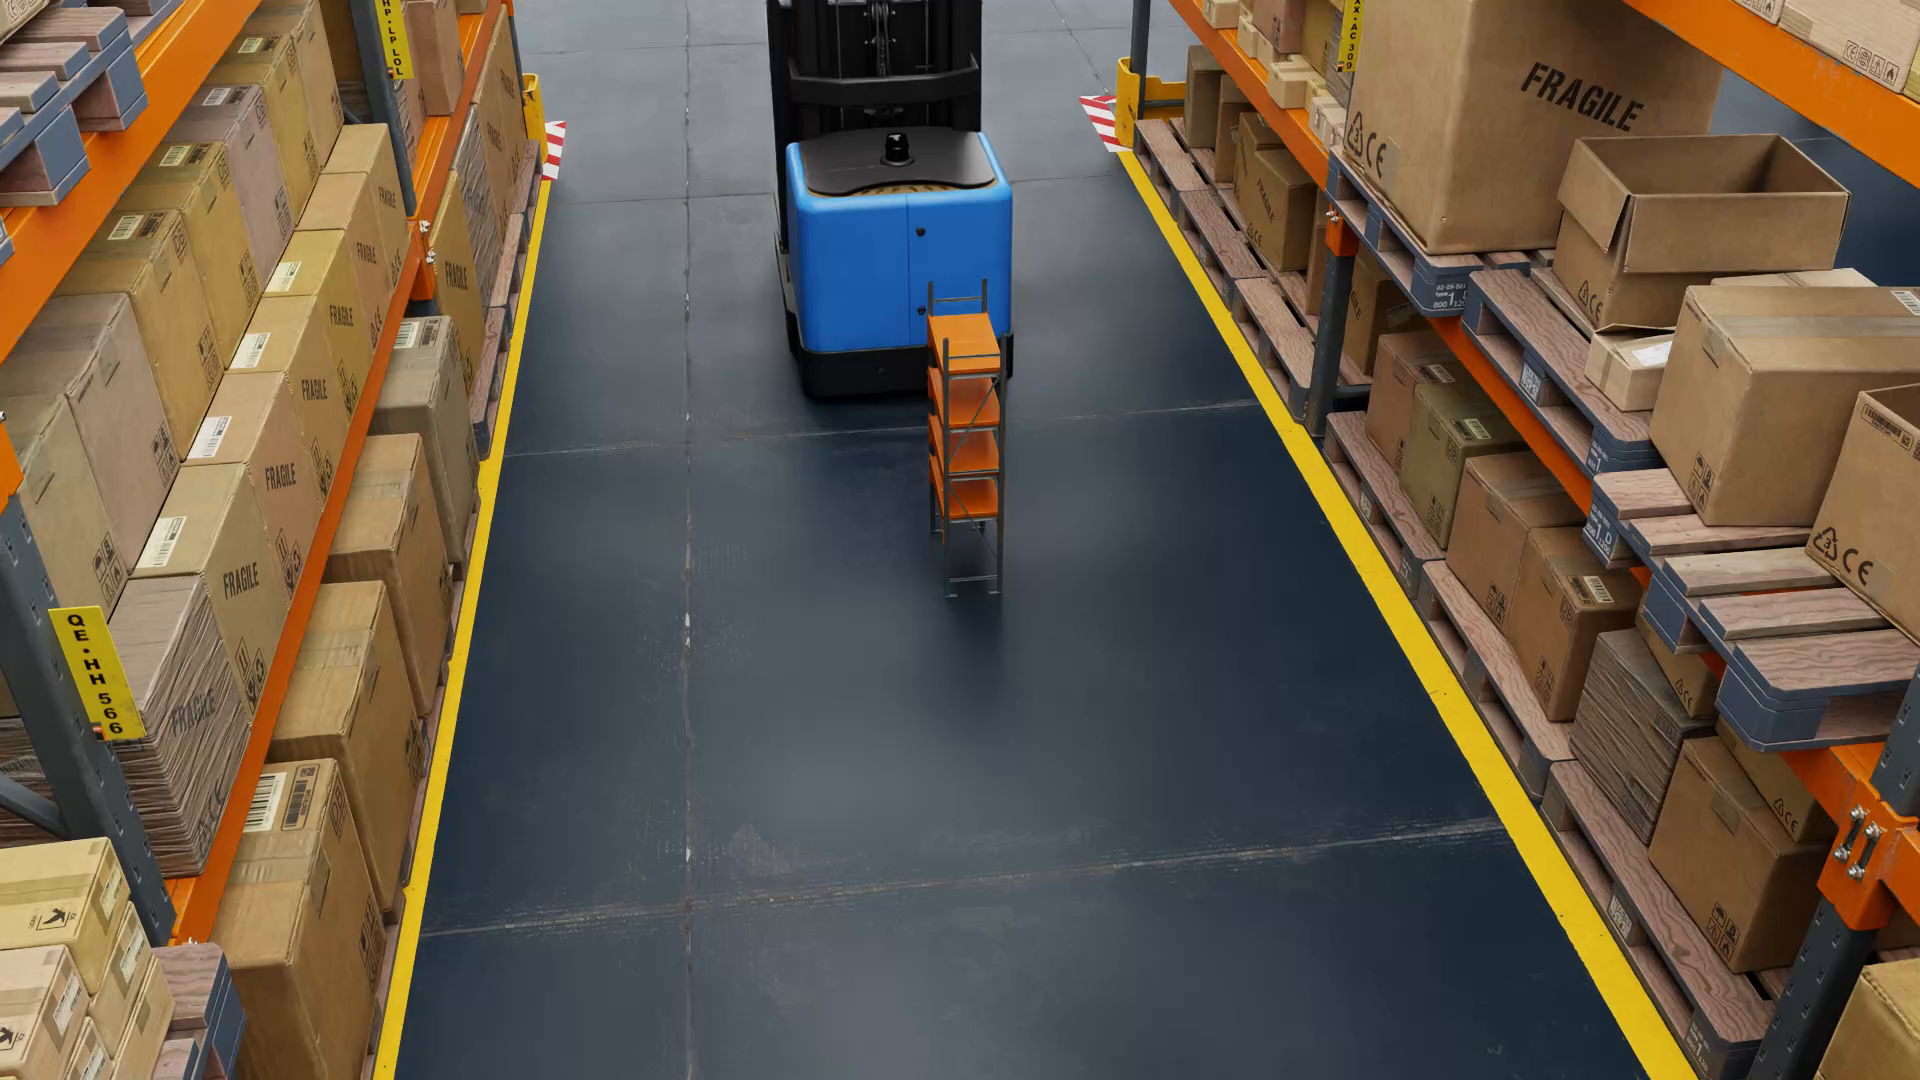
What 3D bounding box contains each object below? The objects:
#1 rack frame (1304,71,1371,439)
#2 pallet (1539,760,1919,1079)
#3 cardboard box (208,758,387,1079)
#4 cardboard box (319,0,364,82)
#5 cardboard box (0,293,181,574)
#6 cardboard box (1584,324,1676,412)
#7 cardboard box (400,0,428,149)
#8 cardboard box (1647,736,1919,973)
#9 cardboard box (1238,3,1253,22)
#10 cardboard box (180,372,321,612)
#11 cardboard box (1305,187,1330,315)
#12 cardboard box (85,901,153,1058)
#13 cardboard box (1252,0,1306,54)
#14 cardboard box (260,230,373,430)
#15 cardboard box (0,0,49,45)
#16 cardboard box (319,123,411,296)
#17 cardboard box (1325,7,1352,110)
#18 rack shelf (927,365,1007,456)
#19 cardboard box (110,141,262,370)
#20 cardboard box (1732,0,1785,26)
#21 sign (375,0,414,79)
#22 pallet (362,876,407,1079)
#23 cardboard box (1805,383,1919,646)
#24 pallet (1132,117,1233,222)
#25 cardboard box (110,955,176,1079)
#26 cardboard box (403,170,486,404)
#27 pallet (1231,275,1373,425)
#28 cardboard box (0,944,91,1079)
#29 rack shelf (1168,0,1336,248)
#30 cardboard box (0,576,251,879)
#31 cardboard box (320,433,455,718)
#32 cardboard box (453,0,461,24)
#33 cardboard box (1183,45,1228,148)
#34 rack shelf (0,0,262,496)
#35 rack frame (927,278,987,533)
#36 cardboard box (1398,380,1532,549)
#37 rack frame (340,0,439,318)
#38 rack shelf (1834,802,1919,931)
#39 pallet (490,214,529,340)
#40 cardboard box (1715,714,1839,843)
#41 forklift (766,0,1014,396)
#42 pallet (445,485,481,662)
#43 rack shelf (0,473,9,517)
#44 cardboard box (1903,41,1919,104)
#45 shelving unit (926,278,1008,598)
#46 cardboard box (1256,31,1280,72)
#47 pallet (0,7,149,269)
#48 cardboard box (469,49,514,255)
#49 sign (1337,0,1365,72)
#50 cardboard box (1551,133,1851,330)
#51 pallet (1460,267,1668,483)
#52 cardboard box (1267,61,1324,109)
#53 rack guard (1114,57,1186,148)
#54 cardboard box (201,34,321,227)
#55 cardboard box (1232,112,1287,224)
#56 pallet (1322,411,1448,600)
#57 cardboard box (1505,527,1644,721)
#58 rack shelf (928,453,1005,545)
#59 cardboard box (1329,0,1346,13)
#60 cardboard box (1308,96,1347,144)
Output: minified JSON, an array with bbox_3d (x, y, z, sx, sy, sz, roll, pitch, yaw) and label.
[{"bbox_3d":[2.172,-1.796,7.221,1.000,3.000,0.127,-4,35,-6],"label":"rack frame"},{"bbox_3d":[2.606,1.153,5.371,1.003,0.211,1.213,-4,35,-6],"label":"pallet"},{"bbox_3d":[-2.212,1.165,4.501,1.050,0.750,0.750,-5,35,-7],"label":"cardboard box"},{"bbox_3d":[-2.773,-2.193,6.712,0.875,0.550,0.550,-4,35,-6],"label":"cardboard box"},{"bbox_3d":[-2.339,-0.232,3.950,0.700,0.500,0.500,-5,35,-7],"label":"cardboard box"},{"bbox_3d":[2.218,-0.592,5.201,0.396,0.266,0.258,-5,35,-8],"label":"cardboard box"},{"bbox_3d":[-2.915,-2.048,7.459,0.875,0.550,0.550,-4,35,-6],"label":"cardboard box"},{"bbox_3d":[2.600,0.915,5.072,0.700,0.500,0.500,-6,35,-9],"label":"cardboard box"},{"bbox_3d":[1.706,-2.773,8.878,0.380,0.149,0.250,-4,35,-6],"label":"cardboard box"},{"bbox_3d":[-2.150,-0.121,4.676,0.500,0.500,0.500,-4,35,-6],"label":"cardboard box"},{"bbox_3d":[2.073,-1.481,8.607,0.500,0.500,0.500,6,35,9],"label":"cardboard box"},{"bbox_3d":[-1.701,0.804,2.992,0.380,0.149,0.250,-4,34,-5],"label":"cardboard box"},{"bbox_3d":[1.973,-2.769,8.296,0.875,0.500,0.500,-4,35,-6],"label":"cardboard box"},{"bbox_3d":[-2.286,-0.683,5.499,0.500,0.500,0.500,-4,34,-6],"label":"cardboard box"},{"bbox_3d":[-2.098,-1.082,3.128,0.500,0.311,0.500,-4,35,-6],"label":"cardboard box"},{"bbox_3d":[-2.422,-1.247,6.327,0.500,0.500,0.500,-5,35,-7],"label":"cardboard box"},{"bbox_3d":[2.172,-2.216,7.485,0.875,0.500,0.500,-4,35,-6],"label":"cardboard box"},{"bbox_3d":[0.022,-0.533,6.688,0.258,0.148,0.480,-4,35,-6],"label":"rack shelf"},{"bbox_3d":[-2.479,-0.803,4.789,0.700,0.500,0.500,-5,35,-7],"label":"cardboard box"},{"bbox_3d":[2.258,-1.544,4.322,0.500,0.250,0.500,-3,34,-5],"label":"cardboard box"},{"bbox_3d":[-2.221,-1.969,6.517,0.100,0.325,0.005,-4,35,-6],"label":"sign"},{"bbox_3d":[-2.250,1.462,4.917,1.003,0.211,1.213,-4,35,-6],"label":"pallet"},{"bbox_3d":[2.597,-0.077,4.237,0.500,0.500,0.500,-9,35,-12],"label":"cardboard box"},{"bbox_3d":[1.718,-2.377,10.551,1.003,0.211,1.213,-4,35,-6],"label":"pallet"},{"bbox_3d":[-1.697,0.927,3.077,0.380,0.149,0.250,-4,34,-6],"label":"cardboard box"},{"bbox_3d":[-2.772,-1.128,7.756,0.875,0.875,0.875,-4,34,-6],"label":"cardboard box"},{"bbox_3d":[2.046,-1.015,8.553,1.003,0.211,1.213,-4,35,-6],"label":"pallet"},{"bbox_3d":[-1.667,0.819,2.706,0.380,0.149,0.250,-5,35,-7],"label":"cardboard box"},{"bbox_3d":[1.903,-2.614,9.062,1.077,0.370,4.000,-4,35,-6],"label":"rack shelf"},{"bbox_3d":[-2.012,0.444,3.847,0.500,0.500,0.500,-4,34,-6],"label":"cardboard box"},{"bbox_3d":[-2.458,0.158,5.979,1.050,0.750,0.750,-4,35,-6],"label":"cardboard box"},{"bbox_3d":[-3.154,-2.940,8.767,0.875,0.550,0.550,-4,35,-6],"label":"cardboard box"},{"bbox_3d":[1.701,-2.819,10.569,0.500,0.500,0.500,2,34,2],"label":"cardboard box"},{"bbox_3d":[-2.488,-1.303,4.473,1.077,0.370,4.000,-4,35,-6],"label":"rack shelf"},{"bbox_3d":[-0.011,-0.540,6.976,0.240,1.200,0.015,-4,35,-6],"label":"rack frame"},{"bbox_3d":[2.278,-0.333,6.903,0.700,0.500,0.500,-5,35,-7],"label":"cardboard box"},{"bbox_3d":[-2.757,-1.476,6.753,1.000,3.000,0.127,-4,35,-6],"label":"rack frame"},{"bbox_3d":[2.978,1.850,2.511,1.077,0.370,4.000,-4,35,-6],"label":"rack shelf"},{"bbox_3d":[-2.949,-1.437,9.171,1.003,0.211,1.213,-4,35,-6],"label":"pallet"},{"bbox_3d":[2.590,0.606,4.860,0.500,0.250,0.500,-3,34,-4],"label":"cardboard box"},{"bbox_3d":[-0.470,-2.734,8.659,1.130,2.935,3.031,-5,35,-7],"label":"forklift"},{"bbox_3d":[-2.579,0.101,6.915,1.003,0.211,1.213,-4,35,-6],"label":"pallet"},{"bbox_3d":[-1.950,0.930,1.198,1.077,0.370,4.000,-4,35,-6],"label":"rack shelf"},{"bbox_3d":[2.402,-0.988,3.505,0.500,0.250,0.500,-4,35,-6],"label":"cardboard box"},{"bbox_3d":[0.022,-0.403,6.777,0.258,1.200,0.503,-4,35,-6],"label":"shelving unit"},{"bbox_3d":[1.732,-2.491,8.464,0.380,0.149,0.250,-4,35,-6],"label":"cardboard box"},{"bbox_3d":[-2.358,-0.761,3.207,1.213,0.211,1.003,-3,34,-4],"label":"pallet"},{"bbox_3d":[-3.018,-2.140,9.240,0.875,0.875,0.875,-5,35,-7],"label":"cardboard box"},{"bbox_3d":[1.635,-2.108,6.911,0.100,0.325,0.005,-4,35,-6],"label":"sign"},{"bbox_3d":[2.496,-1.051,5.665,0.797,0.503,0.637,-1,34,-1],"label":"cardboard box"},{"bbox_3d":[2.403,-0.586,5.616,1.003,0.211,1.213,-4,35,-6],"label":"pallet"},{"bbox_3d":[1.709,-2.205,8.045,0.380,0.149,0.250,-4,35,-6],"label":"cardboard box"},{"bbox_3d":[1.644,-2.952,11.138,1.175,0.500,0.348,-4,35,-6],"label":"rack guard"},{"bbox_3d":[-2.613,-1.367,5.616,0.700,0.500,0.500,-5,35,-7],"label":"cardboard box"},{"bbox_3d":[1.881,-2.137,9.569,0.500,0.500,0.500,-1,34,-2],"label":"cardboard box"},{"bbox_3d":[2.278,-0.209,7.369,1.003,0.211,1.213,-4,35,-6],"label":"pallet"},{"bbox_3d":[2.429,0.291,5.989,0.700,0.500,0.500,-2,34,-2],"label":"cardboard box"},{"bbox_3d":[0.022,-0.184,6.926,0.258,0.148,0.480,-4,35,-6],"label":"rack shelf"},{"bbox_3d":[1.838,-2.603,7.166,0.500,0.500,0.500,-4,35,-6],"label":"cardboard box"},{"bbox_3d":[1.827,-1.930,7.641,0.380,0.149,0.250,-4,35,-6],"label":"cardboard box"}]
